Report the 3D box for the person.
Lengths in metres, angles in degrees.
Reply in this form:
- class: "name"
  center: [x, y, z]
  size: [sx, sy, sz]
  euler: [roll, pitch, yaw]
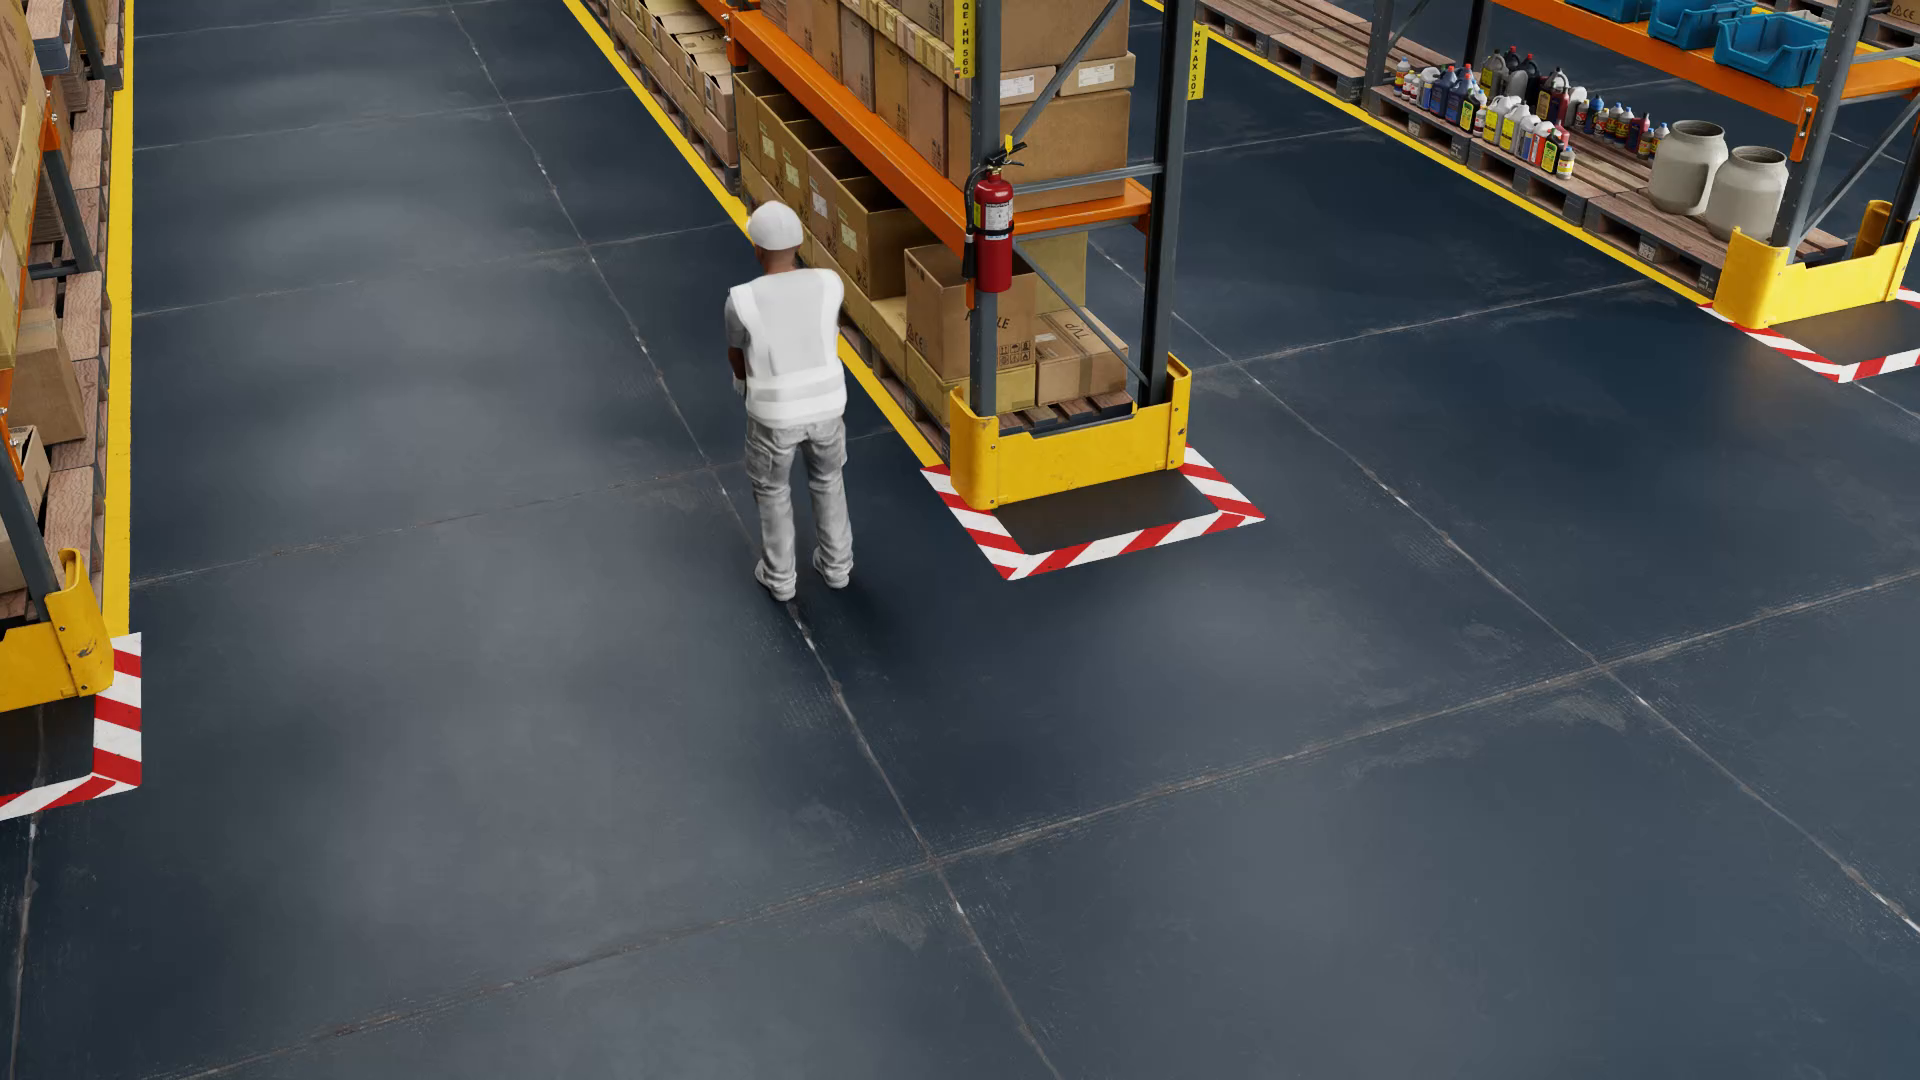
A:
- class: "person"
  center: [-0.743, -0.598, 7.041]
  size: [0.492, 1.777, 0.581]
  euler: [-14, 36, -20]
